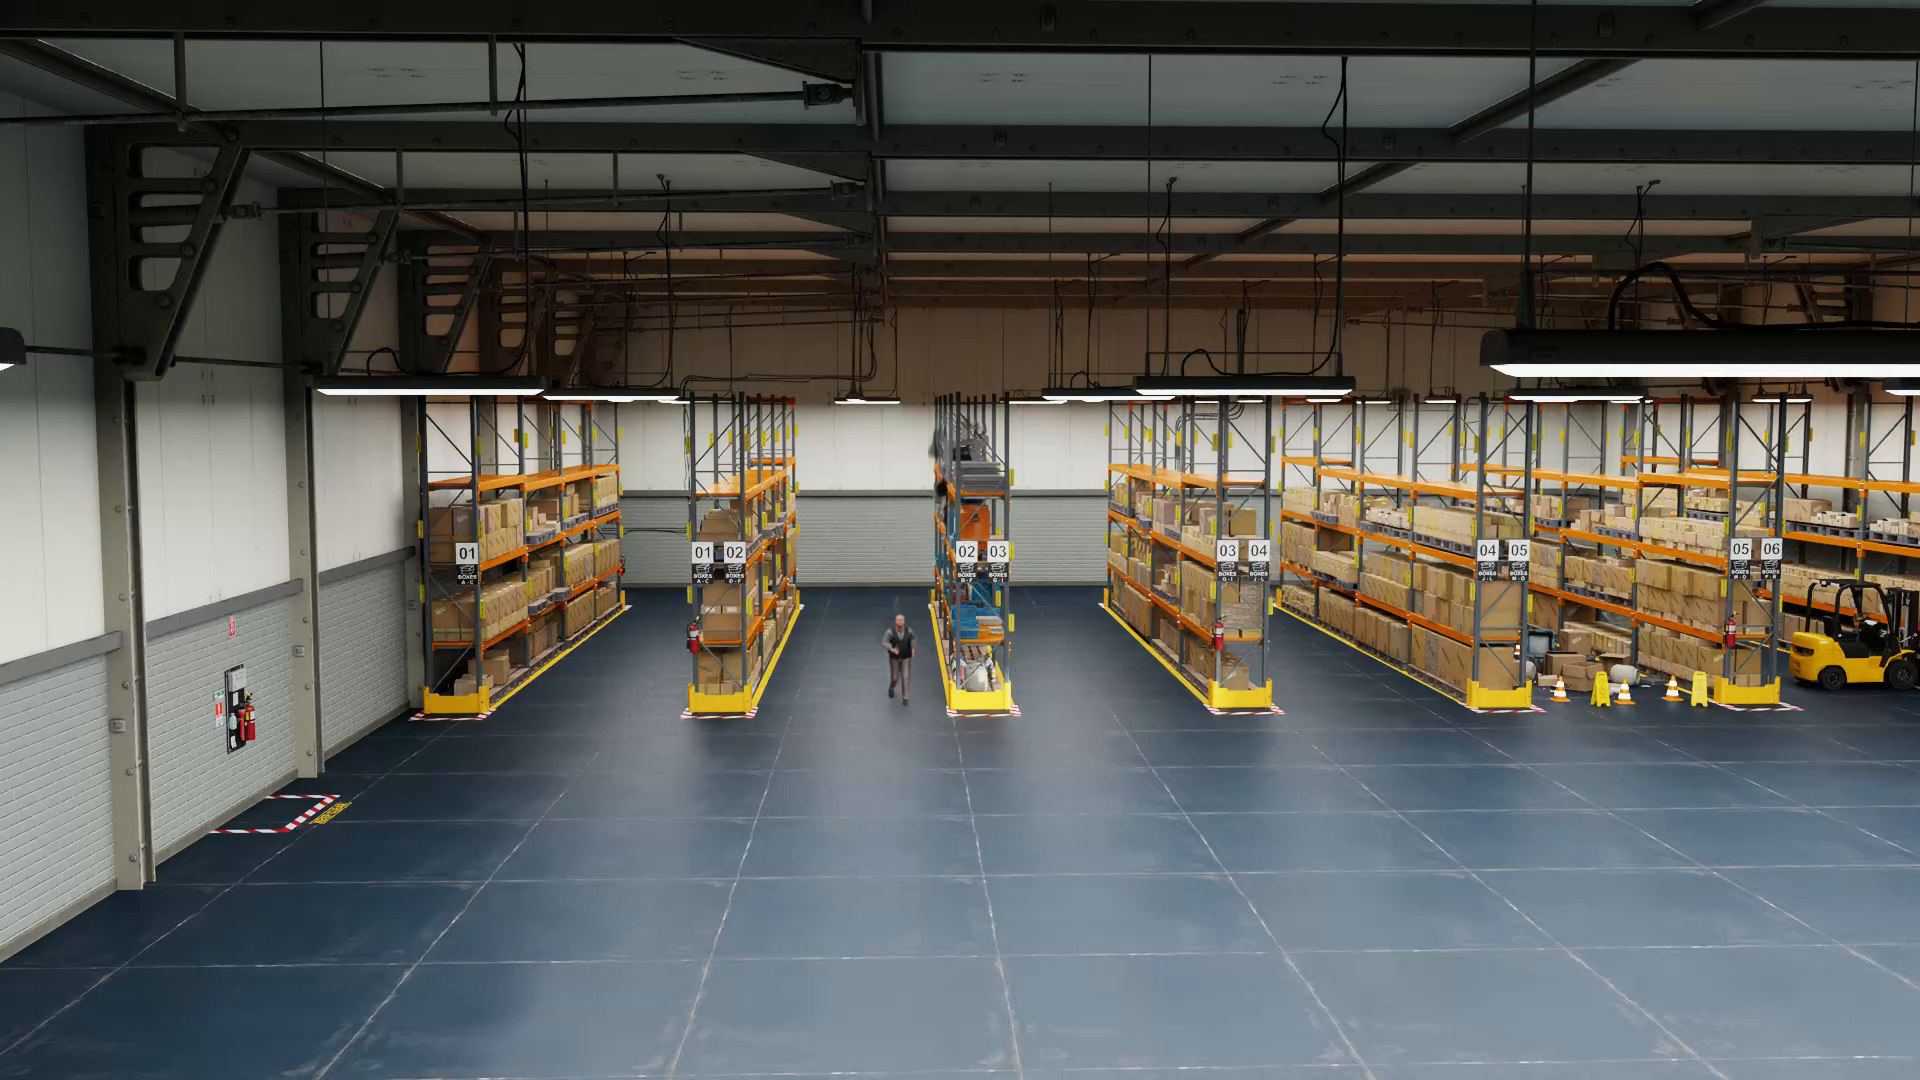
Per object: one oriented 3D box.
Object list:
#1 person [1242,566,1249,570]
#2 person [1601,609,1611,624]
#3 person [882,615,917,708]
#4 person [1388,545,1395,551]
[{"bbox_3d":[8.268,1.034,48.581,0.590,1.638,0.594,-1,5,-16],"label":"person"},{"bbox_3d":[16.417,1.461,42.445,0.614,1.676,0.937,-1,5,-9],"label":"person"},{"bbox_3d":[-1.159,2.304,32.046,0.699,1.735,0.877,-1,5,-10],"label":"person"},{"bbox_3d":[12.776,0.912,49.273,0.694,1.743,0.695,1,5,7],"label":"person"}]
